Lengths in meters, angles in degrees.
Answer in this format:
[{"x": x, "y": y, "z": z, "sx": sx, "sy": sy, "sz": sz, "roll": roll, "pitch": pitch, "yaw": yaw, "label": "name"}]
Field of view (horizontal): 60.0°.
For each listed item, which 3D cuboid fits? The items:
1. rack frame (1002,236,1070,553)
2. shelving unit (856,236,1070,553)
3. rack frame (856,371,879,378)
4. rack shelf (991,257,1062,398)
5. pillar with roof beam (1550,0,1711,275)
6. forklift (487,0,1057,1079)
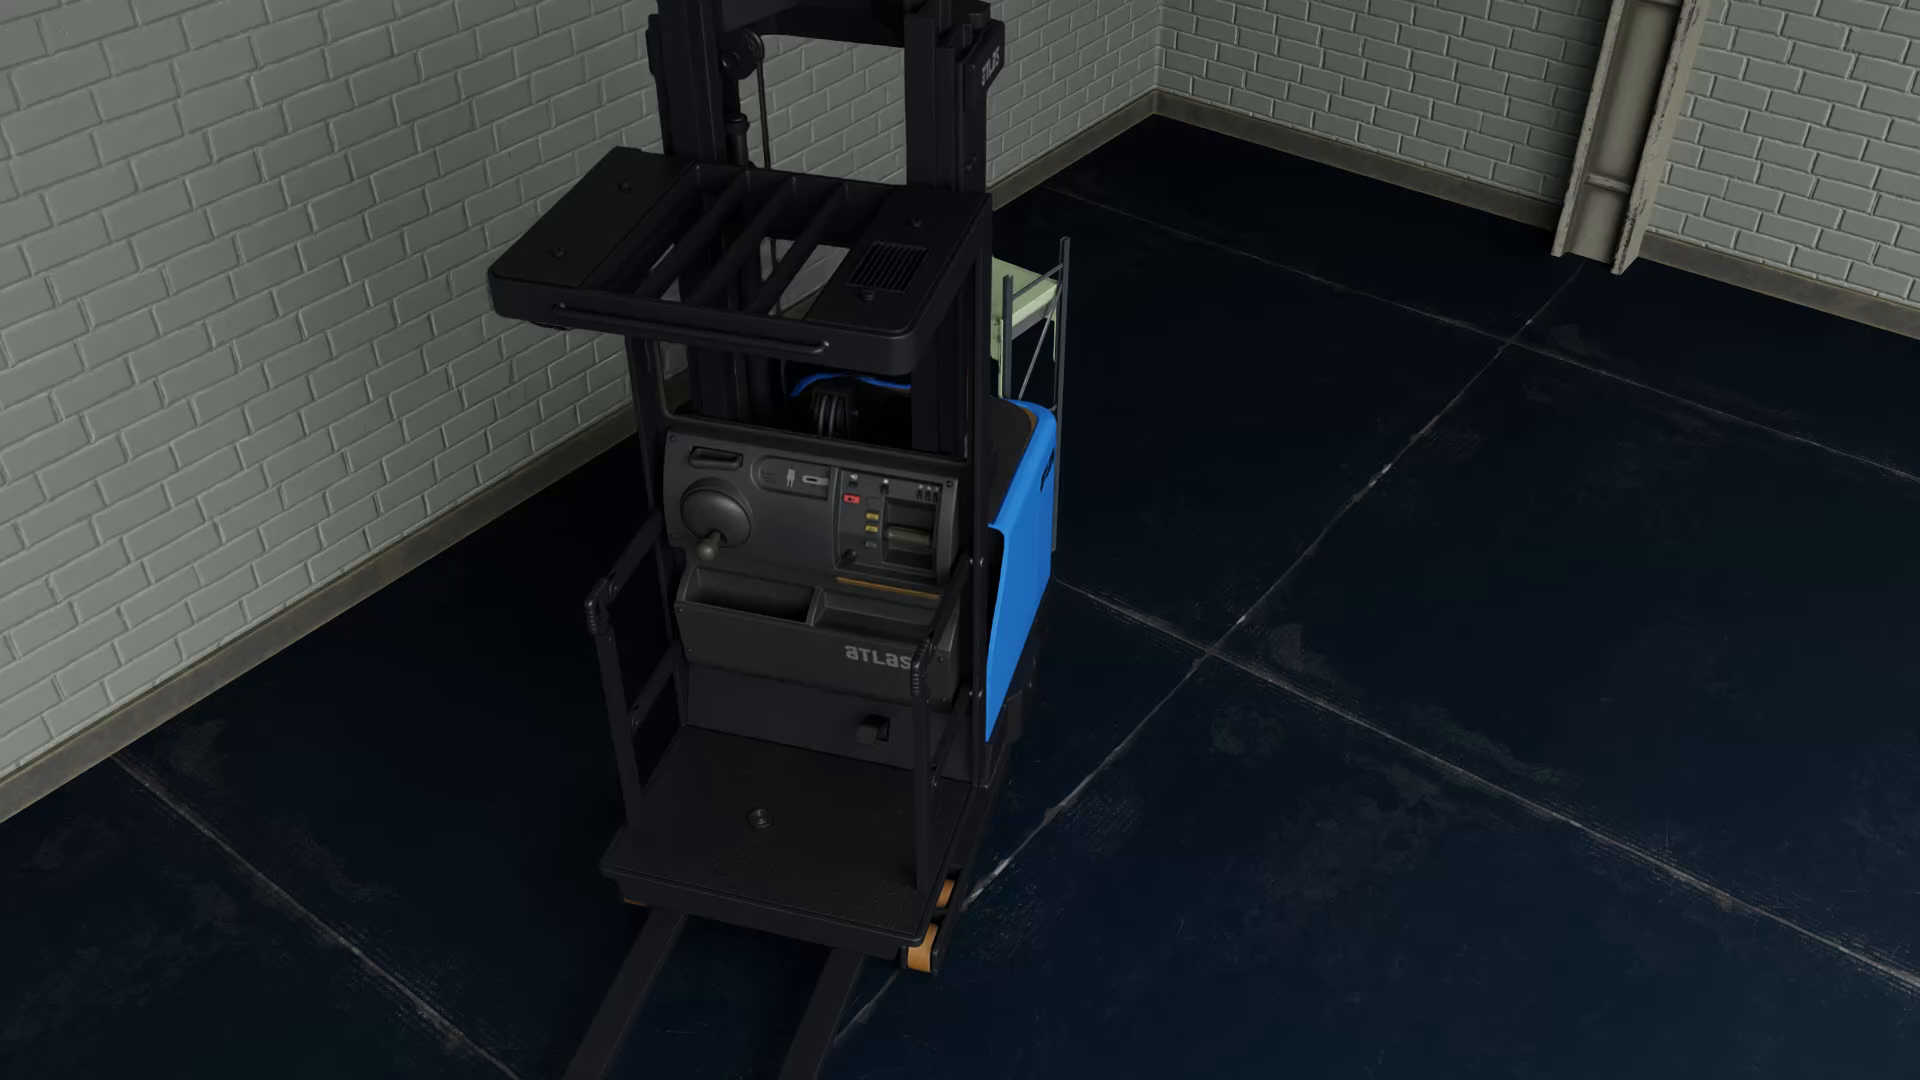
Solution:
[{"x": 0.285, "y": -0.456, "z": 6.616, "sx": 0.023, "sy": 1.500, "sz": 0.400, "roll": 25, "pitch": 45, "yaw": 29, "label": "rack frame"}, {"x": -0.005, "y": -0.593, "z": 6.791, "sx": 0.755, "sy": 1.500, "sz": 0.431, "roll": 25, "pitch": 45, "yaw": 29, "label": "shelving unit"}, {"x": -0.296, "y": -0.730, "z": 6.966, "sx": 0.023, "sy": 1.500, "sz": 0.400, "roll": 25, "pitch": 45, "yaw": 29, "label": "rack frame"}, {"x": -0.005, "y": -0.900, "z": 6.550, "sx": 0.720, "sy": 0.370, "sz": 0.431, "roll": 25, "pitch": 45, "yaw": 29, "label": "rack shelf"}, {"x": 0.931, "y": -3.033, "z": 3.825, "sx": 0.400, "sy": 9.000, "sz": 9.100, "roll": 25, "pitch": 45, "yaw": 29, "label": "pillar with roof beam"}, {"x": -0.517, "y": -0.014, "z": 4.890, "sx": 1.130, "sy": 2.935, "sz": 3.031, "roll": 10, "pitch": 39, "yaw": 12, "label": "forklift"}]
